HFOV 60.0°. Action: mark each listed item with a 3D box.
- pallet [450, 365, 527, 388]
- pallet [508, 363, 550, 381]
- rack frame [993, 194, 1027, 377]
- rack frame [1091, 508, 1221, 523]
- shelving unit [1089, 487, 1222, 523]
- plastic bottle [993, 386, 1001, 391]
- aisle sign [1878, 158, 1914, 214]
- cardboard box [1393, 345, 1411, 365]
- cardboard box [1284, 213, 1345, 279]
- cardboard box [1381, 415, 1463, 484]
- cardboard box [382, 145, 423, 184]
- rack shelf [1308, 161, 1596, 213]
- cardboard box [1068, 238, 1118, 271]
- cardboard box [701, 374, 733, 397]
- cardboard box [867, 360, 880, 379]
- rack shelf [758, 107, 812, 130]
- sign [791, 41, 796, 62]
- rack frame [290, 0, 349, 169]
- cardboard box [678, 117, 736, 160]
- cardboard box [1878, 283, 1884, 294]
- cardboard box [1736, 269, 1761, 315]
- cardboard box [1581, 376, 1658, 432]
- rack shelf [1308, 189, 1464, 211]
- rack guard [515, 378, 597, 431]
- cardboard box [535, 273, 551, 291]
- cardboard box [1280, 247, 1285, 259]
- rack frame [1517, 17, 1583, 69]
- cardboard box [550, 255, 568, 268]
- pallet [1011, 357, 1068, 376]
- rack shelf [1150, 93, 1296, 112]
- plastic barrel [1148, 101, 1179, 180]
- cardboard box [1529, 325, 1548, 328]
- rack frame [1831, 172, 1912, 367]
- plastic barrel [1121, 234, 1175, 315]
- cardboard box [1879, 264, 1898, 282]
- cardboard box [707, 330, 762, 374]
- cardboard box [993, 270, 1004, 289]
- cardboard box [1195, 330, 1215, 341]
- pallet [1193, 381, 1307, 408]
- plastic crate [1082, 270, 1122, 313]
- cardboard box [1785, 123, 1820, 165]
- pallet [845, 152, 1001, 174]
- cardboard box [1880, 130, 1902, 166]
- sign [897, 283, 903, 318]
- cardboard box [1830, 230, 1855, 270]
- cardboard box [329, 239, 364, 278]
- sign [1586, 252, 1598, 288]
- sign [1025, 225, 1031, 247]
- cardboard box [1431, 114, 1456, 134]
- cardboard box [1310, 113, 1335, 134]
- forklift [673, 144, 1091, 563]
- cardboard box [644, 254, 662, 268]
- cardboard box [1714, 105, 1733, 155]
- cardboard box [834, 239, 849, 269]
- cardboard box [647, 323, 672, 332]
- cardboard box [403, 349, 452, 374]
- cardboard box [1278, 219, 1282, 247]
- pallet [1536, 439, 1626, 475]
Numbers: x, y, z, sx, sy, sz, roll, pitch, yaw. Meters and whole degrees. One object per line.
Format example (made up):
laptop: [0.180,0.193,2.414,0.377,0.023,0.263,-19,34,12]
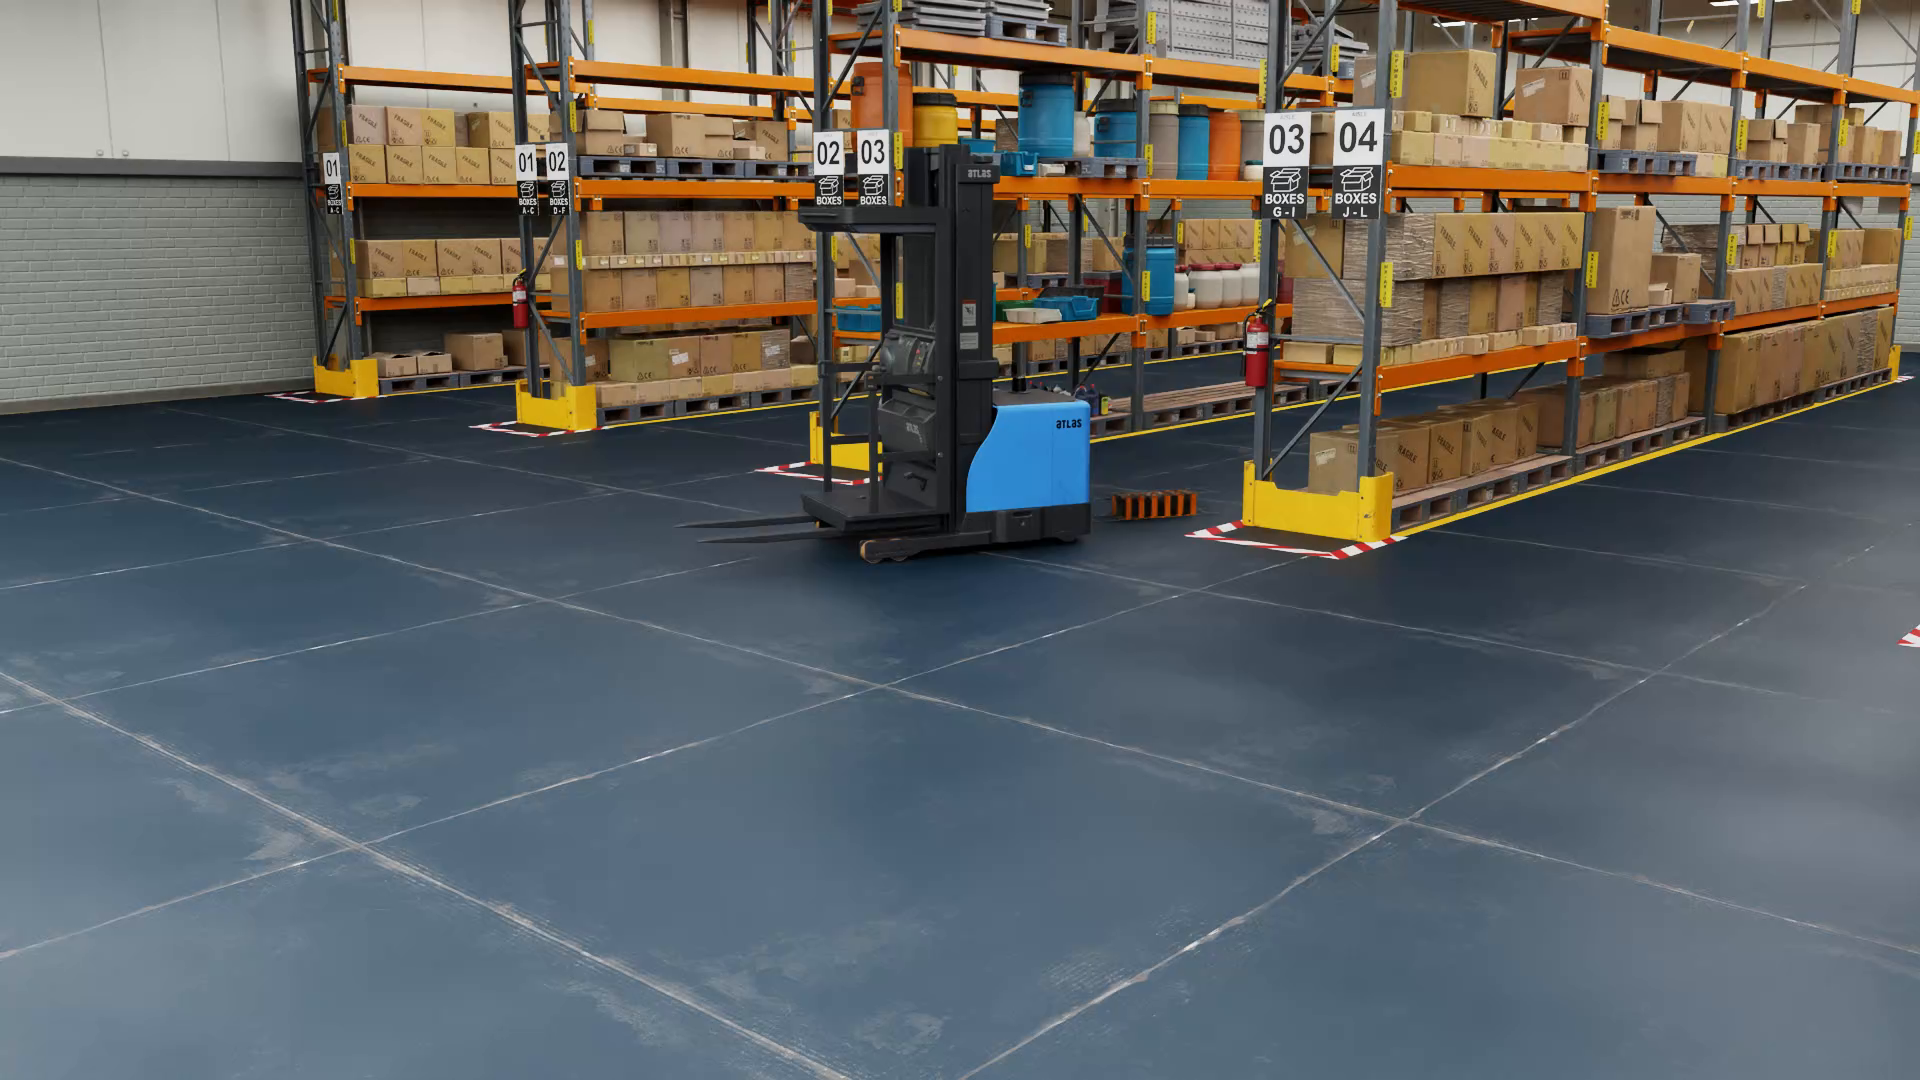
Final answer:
pallet: [-7.002,-2.394,24.160,1.003,0.211,1.213,10,15,40]
pallet: [-6.197,-2.575,25.062,1.003,0.211,1.213,10,15,40]
rack frame: [0.584,-3.994,25.049,1.000,3.000,0.127,10,15,40]
rack frame: [1.566,-0.204,13.699,1.200,0.006,0.240,-4,12,-22]
shelving unit: [1.567,-0.294,13.681,1.200,0.189,0.258,-4,12,-22]
plastic bottle: [0.412,-1.526,18.332,0.144,0.351,0.185,10,15,40]
aisle sign: [13.577,-5.136,24.131,0.394,0.787,0.004,10,15,40]
cardboard box: [3.289,-1.458,12.993,0.380,0.149,0.250,10,15,40]
cardboard box: [2.919,-2.334,13.169,0.500,0.500,0.500,10,15,40]
cardboard box: [3.963,-0.787,14.305,0.500,0.500,0.500,-10,15,-42]
cardboard box: [-7.631,-5.078,22.512,0.500,0.500,0.500,-11,16,-44]
rack shelf: [4.062,-2.948,13.991,1.077,0.370,4.000,10,15,40]
cardboard box: [2.105,-4.570,26.604,0.700,0.500,0.500,6,13,26]
cardboard box: [-3.184,-1.945,20.740,0.500,0.250,0.500,10,15,40]
cardboard box: [-1.266,-2.365,22.844,0.500,0.250,0.500,10,15,42]
rack shelf: [-1.819,-7.321,29.249,1.077,0.370,4.000,10,15,40]
sign: [-2.725,-8.004,27.222,0.100,0.325,0.005,10,15,40]
rack frame: [-8.420,-6.399,21.773,1.000,3.000,0.127,10,15,40]
cardboard box: [-3.238,-4.976,20.613,0.637,0.503,0.797,-10,15,-41]
cardboard box: [12.813,-3.559,23.515,0.380,0.149,0.250,10,15,41]
cardboard box: [8.887,-2.874,19.188,0.500,0.500,0.500,9,15,39]
cardboard box: [6.870,-1.434,17.490,0.500,0.500,0.700,-11,15,-43]
rack shelf: [5.623,-4.765,23.090,1.077,0.370,4.000,10,15,40]
rack guard: [-4.713,-1.588,19.384,1.175,0.500,0.348,10,15,40]
cardboard box: [-6.200,-3.801,24.413,0.500,0.250,0.500,10,15,41]
cardboard box: [5.774,-5.119,30.427,0.500,0.500,0.500,10,15,42]
rack frame: [9.583,-7.472,27.146,1.000,3.000,0.127,10,15,40]
cardboard box: [-4.588,-3.265,19.488,0.380,0.149,0.250,9,15,39]
pallet: [1.105,-2.731,25.848,1.003,0.211,1.213,10,15,40]
rack shelf: [4.545,-7.464,28.952,1.077,0.370,4.000,10,15,40]
plastic barrel: [2.266,-4.680,19.548,0.600,0.901,0.600,0,11,0]
cardboard box: [5.079,-1.867,15.040,0.380,0.149,0.250,10,15,40]
rack frame: [13.304,-3.890,24.527,1.000,3.000,0.127,10,15,40]
plastic barrel: [2.145,-3.028,18.933,0.600,0.901,0.708,10,15,40]
cardboard box: [13.183,-3.856,23.984,0.500,0.250,0.500,9,15,39]
cardboard box: [-2.864,-2.388,21.043,0.500,0.500,0.500,10,15,40]
cardboard box: [0.311,-3.902,24.819,0.500,0.311,0.500,11,16,44]
cardboard box: [4.228,-3.571,29.043,0.380,0.166,0.250,10,15,40]
pallet: [3.762,-1.877,21.568,1.003,0.211,1.213,10,15,40]
plastic crate: [1.752,-2.907,19.442,0.402,0.464,0.583,10,15,40]
cardboard box: [10.288,-4.940,20.802,0.700,0.500,0.500,10,15,42]
pallet: [-0.359,-3.663,16.218,1.003,0.211,1.213,10,15,40]
cardboard box: [13.001,-5.581,23.755,0.700,0.500,0.500,9,14,37]
sign: [-0.568,-2.240,15.561,0.100,0.325,0.005,10,15,40]
cardboard box: [11.502,-3.850,22.038,0.500,0.500,0.500,10,15,40]
cardboard box: [-8.269,-3.858,22.784,0.500,0.500,0.500,10,15,40]
sign: [5.795,-2.480,15.257,0.100,0.325,0.005,10,15,40]
sign: [1.003,-4.490,24.579,0.100,0.325,0.005,10,15,40]
cardboard box: [3.649,-3.249,13.025,0.380,0.149,0.250,11,15,43]
cardboard box: [2.691,-3.210,12.830,0.380,0.149,0.250,10,15,40]
forklift: [-0.571,-1.388,12.176,3.031,2.935,1.130,-5,12,-23]
cardboard box: [-3.770,-3.327,19.796,0.380,0.149,0.250,9,15,39]
cardboard box: [7.896,-4.375,17.768,0.500,0.500,0.500,10,15,42]
cardboard box: [-2.274,-4.953,28.784,0.500,0.500,0.500,10,15,42]
cardboard box: [-5.003,-3.228,26.475,0.700,0.500,0.500,9,15,39]
cardboard box: [-7.520,-2.528,23.452,0.500,0.311,0.500,-11,15,-43]
cardboard box: [5.445,-5.535,29.956,0.500,0.500,0.500,10,15,42]
pallet: [5.895,-0.871,16.535,1.003,0.211,1.213,10,15,40]
